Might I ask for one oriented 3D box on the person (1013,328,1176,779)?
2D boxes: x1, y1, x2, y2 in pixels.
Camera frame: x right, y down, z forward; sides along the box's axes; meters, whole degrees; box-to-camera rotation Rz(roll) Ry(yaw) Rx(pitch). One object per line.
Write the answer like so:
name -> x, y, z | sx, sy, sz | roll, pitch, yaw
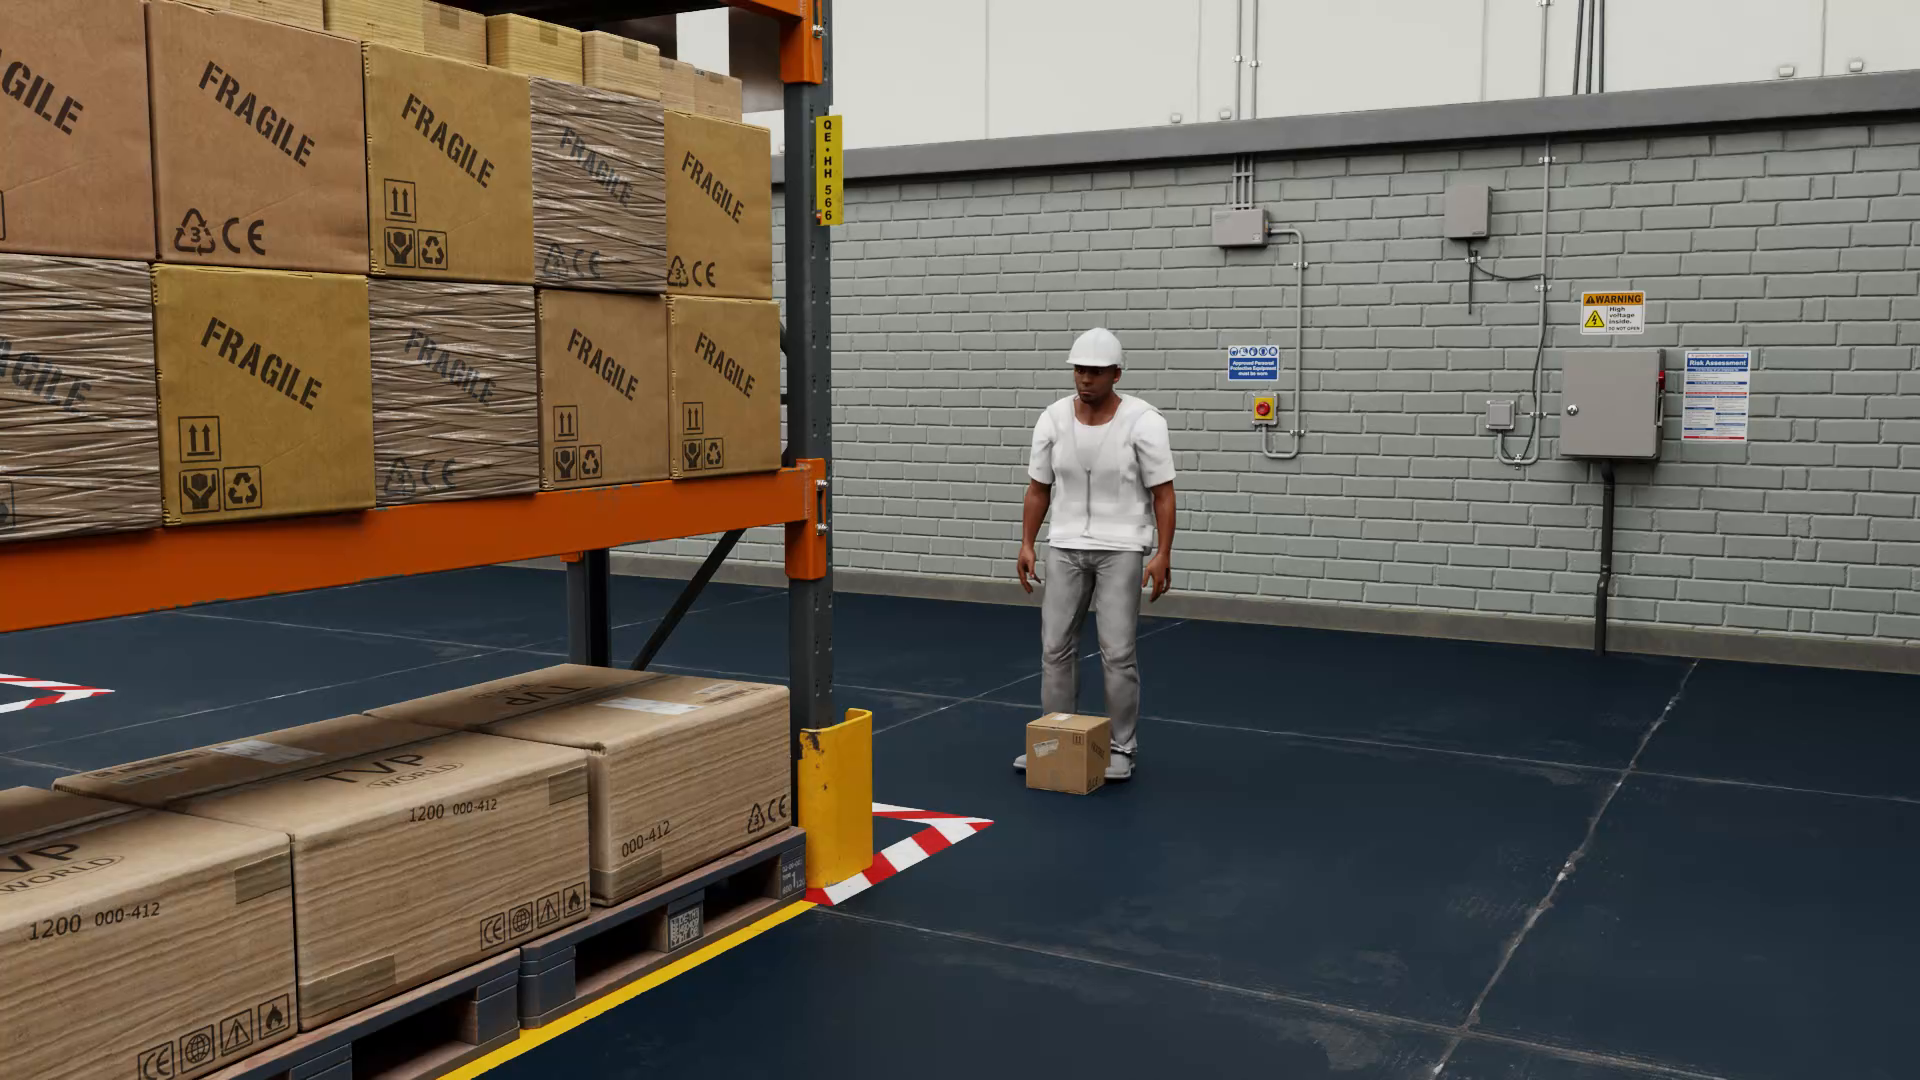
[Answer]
person -> 0.530, 0.052, 6.544 | 0.635, 1.761, 0.454 | 3, 7, 26
